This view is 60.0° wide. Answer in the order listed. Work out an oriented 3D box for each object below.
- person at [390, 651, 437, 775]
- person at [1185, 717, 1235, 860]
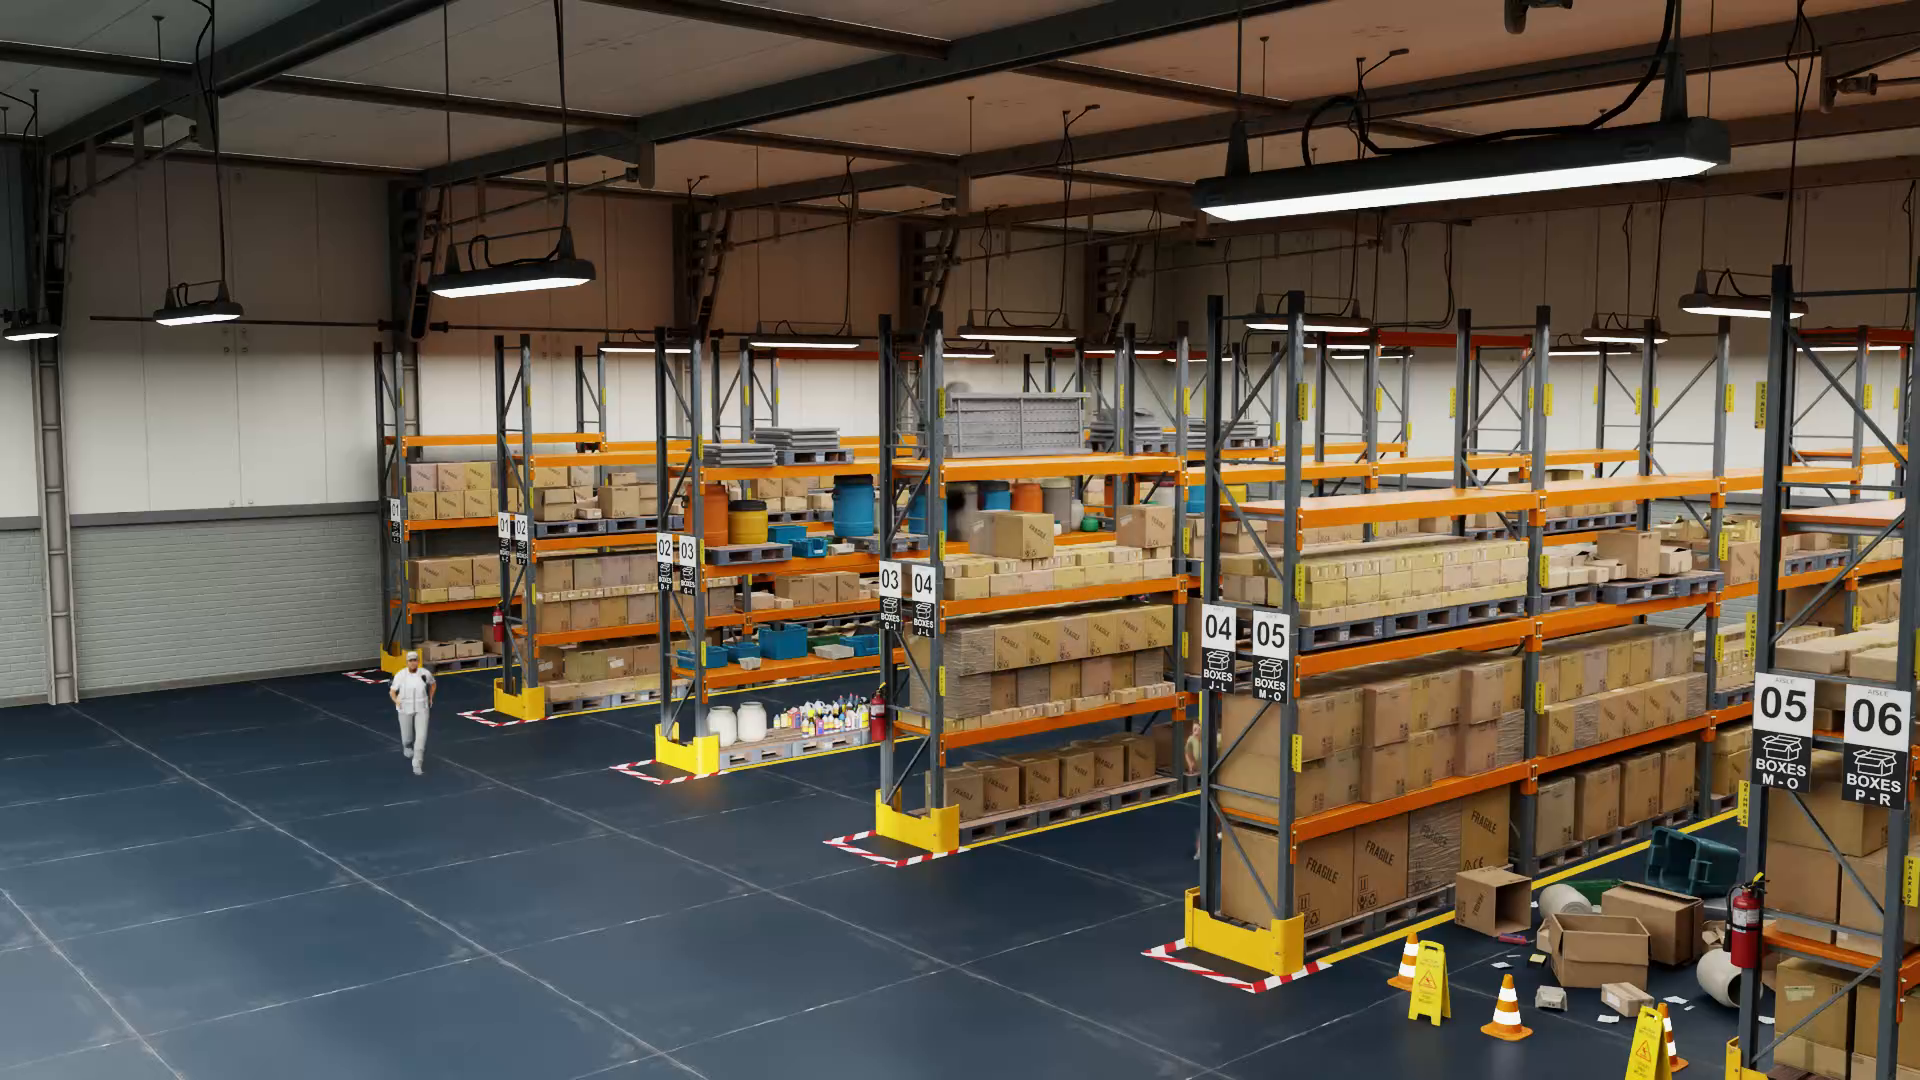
[{"bbox_3d":[-7.397,2.324,22.540,0.616,1.665,0.750,-2,6,-21],"label":"person"},{"bbox_3d":[2.863,2.716,18.532,0.617,1.622,0.948,4,6,36],"label":"person"}]
